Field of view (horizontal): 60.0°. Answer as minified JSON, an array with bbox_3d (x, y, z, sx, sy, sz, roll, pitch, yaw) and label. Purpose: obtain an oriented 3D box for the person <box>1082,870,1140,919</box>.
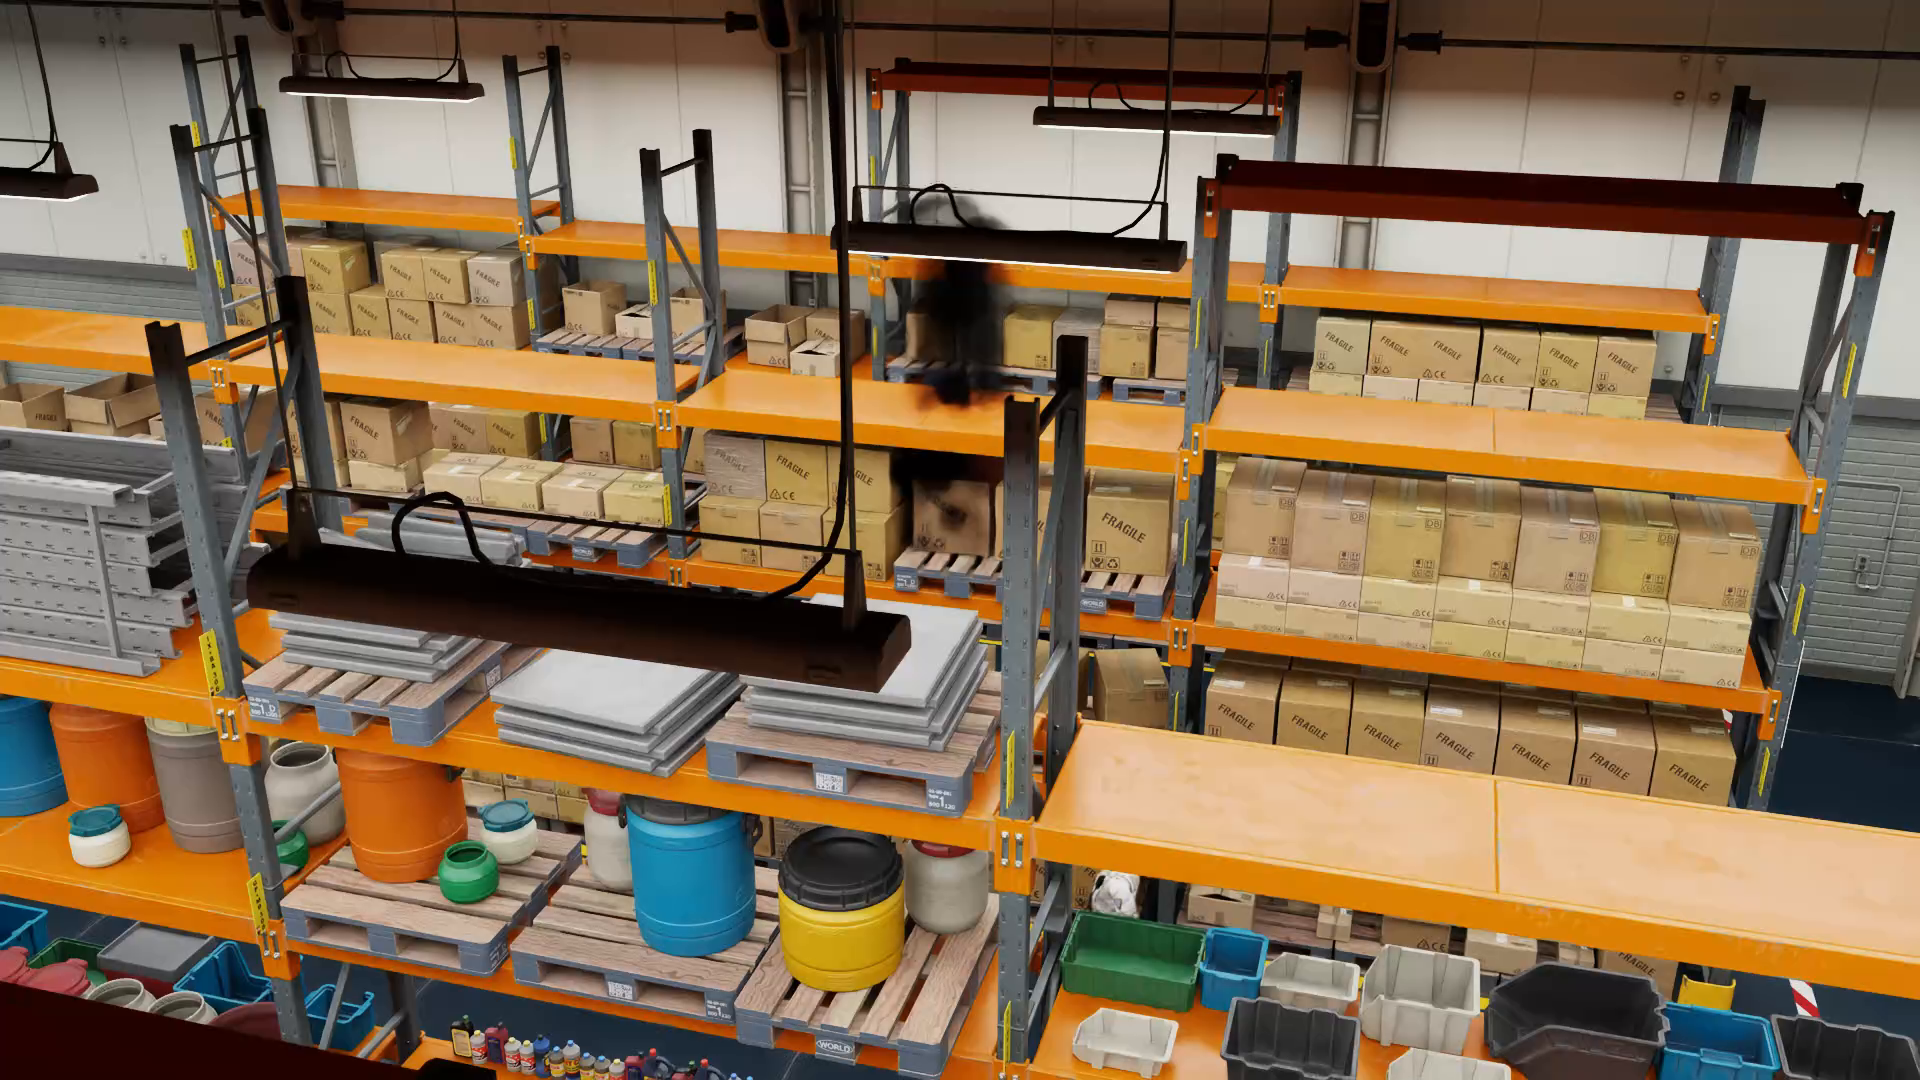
[{"bbox_3d":[1.058,2.686,11.427,0.506,1.665,0.576,6,23,13],"label":"person"}]
